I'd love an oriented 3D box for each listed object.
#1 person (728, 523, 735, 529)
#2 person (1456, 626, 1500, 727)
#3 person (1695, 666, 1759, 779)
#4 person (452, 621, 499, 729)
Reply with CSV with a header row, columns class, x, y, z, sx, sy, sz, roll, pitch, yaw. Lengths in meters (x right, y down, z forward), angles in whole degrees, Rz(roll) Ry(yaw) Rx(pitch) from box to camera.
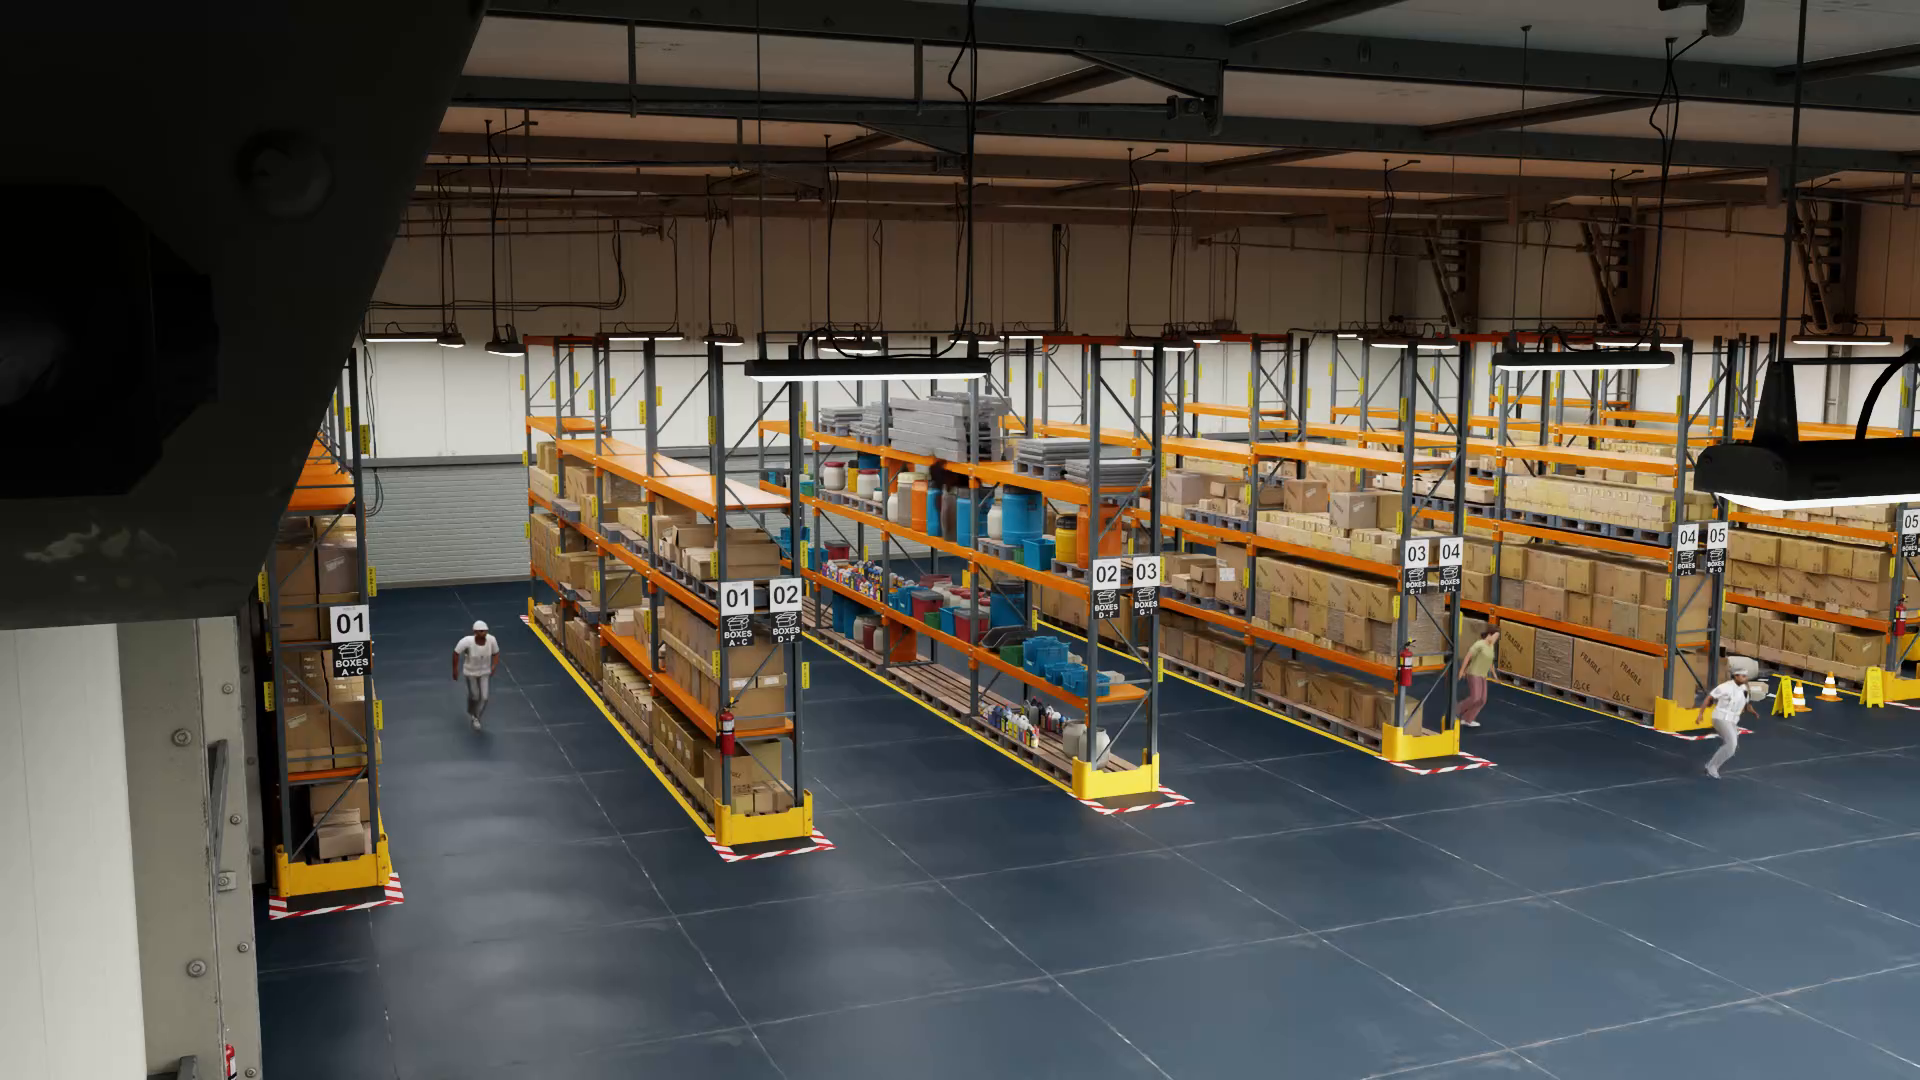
class,x,y,z,sx,sy,sz,roll,pitch,yaw
person,-5.358,0.418,38.360,0.848,1.625,0.594,-2,8,-13
person,8.004,2.106,25.814,0.698,1.598,0.593,-6,10,-38
person,10.649,2.531,22.940,0.761,1.608,0.630,-5,9,-34
person,-7.507,2.070,25.842,0.702,1.694,0.700,-6,9,-36
